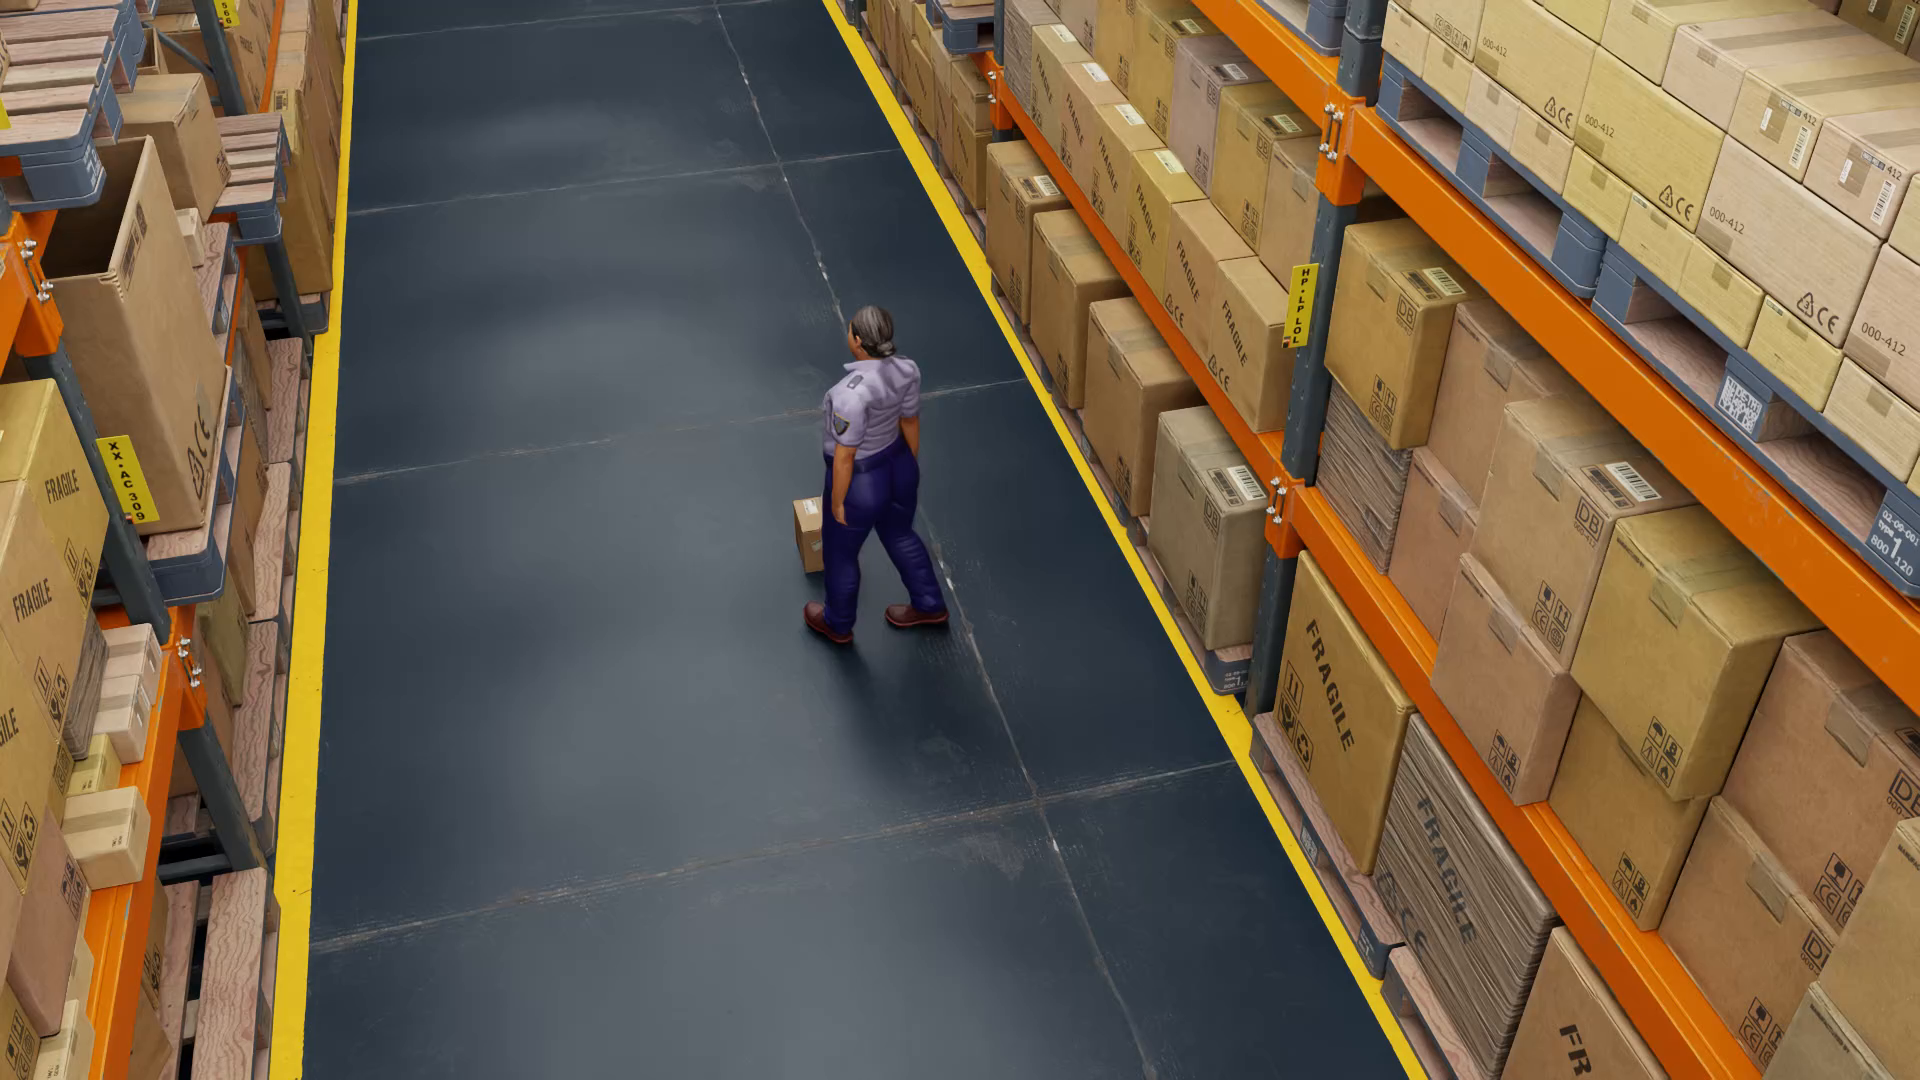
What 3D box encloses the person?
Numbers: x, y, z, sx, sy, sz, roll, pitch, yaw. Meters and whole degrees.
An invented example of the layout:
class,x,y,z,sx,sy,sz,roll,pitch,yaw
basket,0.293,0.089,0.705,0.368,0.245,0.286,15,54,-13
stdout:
class,x,y,z,sx,sy,sz,roll,pitch,yaw
person,-0.397,-0.263,7.047,0.574,1.642,0.483,26,45,29
